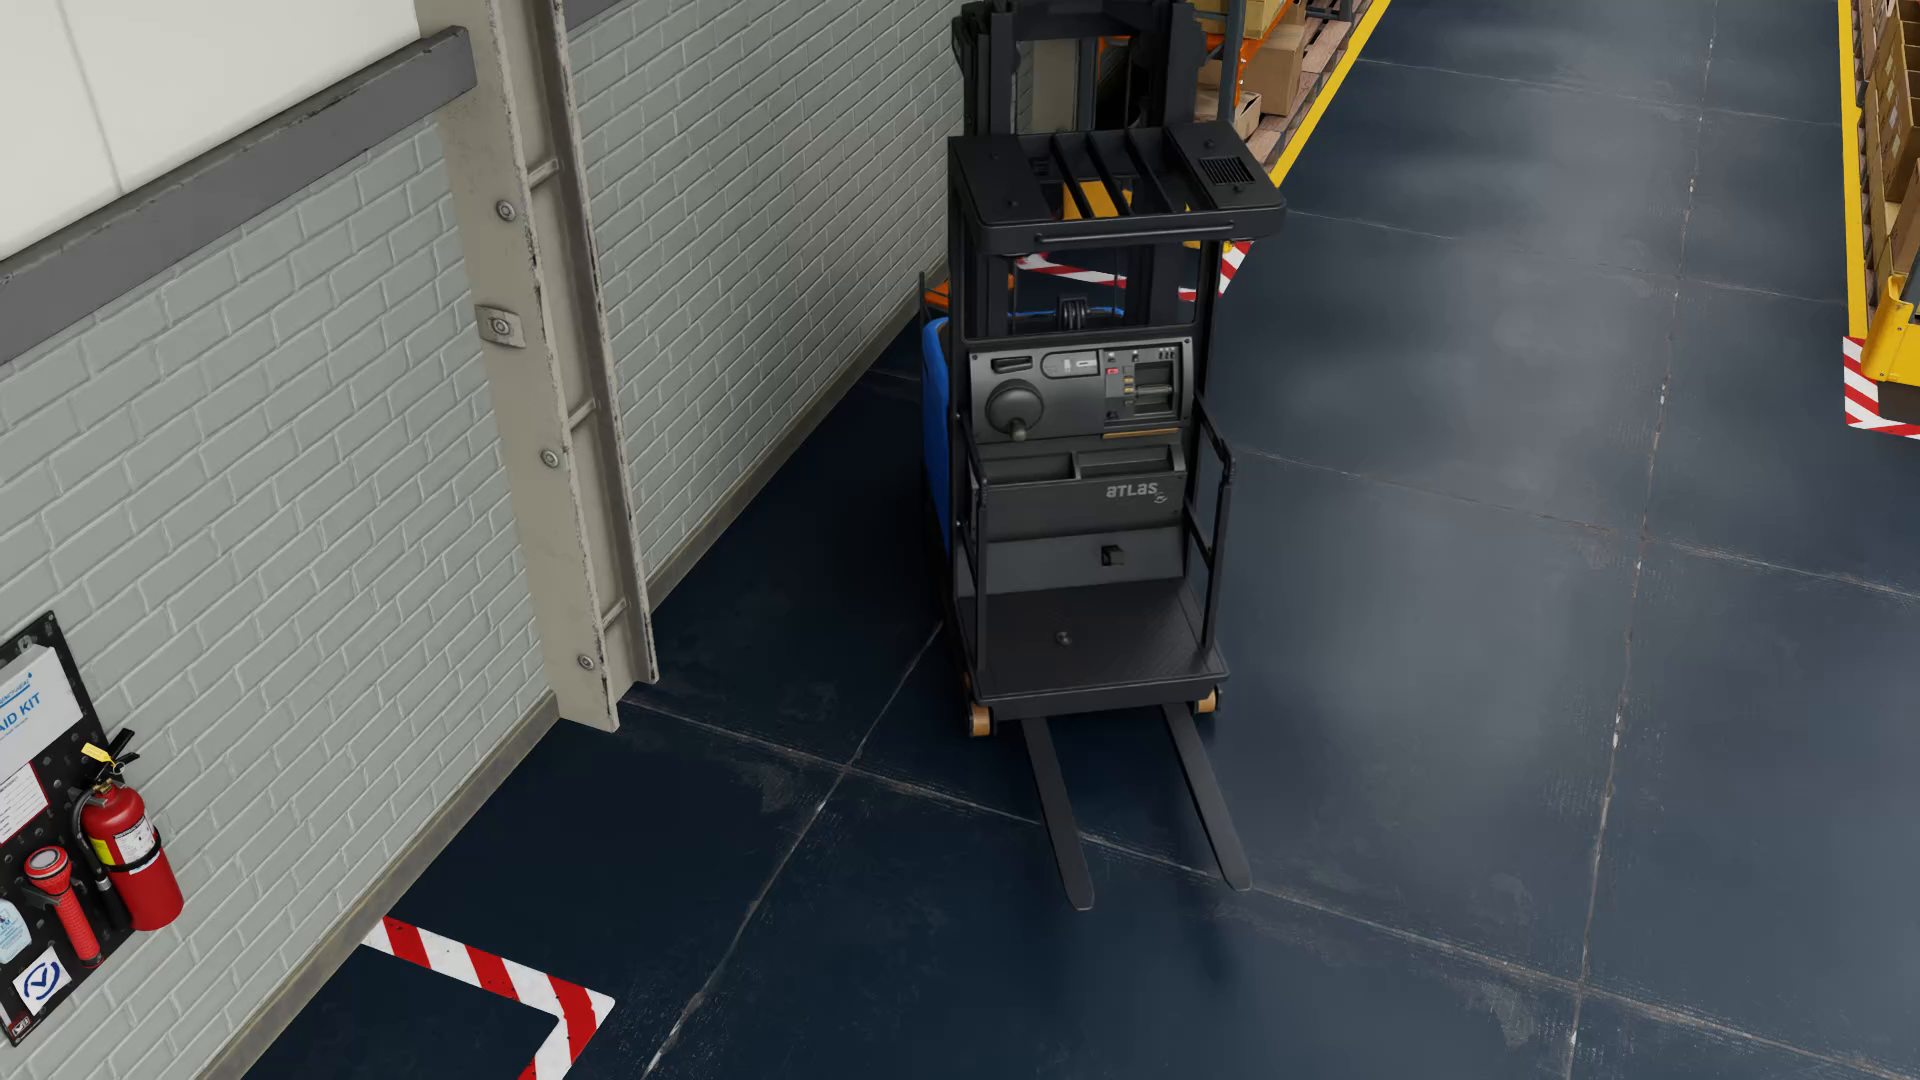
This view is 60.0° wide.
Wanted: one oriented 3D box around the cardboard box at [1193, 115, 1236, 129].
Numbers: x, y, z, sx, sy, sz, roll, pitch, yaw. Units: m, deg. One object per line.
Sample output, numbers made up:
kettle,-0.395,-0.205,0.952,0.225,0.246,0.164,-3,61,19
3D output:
cardboard box,1.589,-2.706,11.345,0.500,0.311,0.500,10,38,13

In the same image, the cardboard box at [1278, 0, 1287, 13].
cardboard box,1.906,-3.681,10.880,0.500,0.250,0.500,13,39,16

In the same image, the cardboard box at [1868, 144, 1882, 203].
cardboard box,6.316,-2.383,10.980,0.500,0.250,0.500,14,39,18

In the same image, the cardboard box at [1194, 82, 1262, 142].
cardboard box,1.806,-3.022,11.768,0.500,0.311,0.500,17,40,21

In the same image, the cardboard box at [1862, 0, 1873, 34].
cardboard box,7.625,-4.258,13.489,0.500,0.250,0.500,15,39,19

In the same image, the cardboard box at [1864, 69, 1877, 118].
cardboard box,6.890,-3.212,12.089,0.500,0.250,0.500,14,39,18

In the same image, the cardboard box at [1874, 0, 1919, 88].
cardboard box,6.881,-3.515,11.868,0.500,0.500,0.500,14,39,18

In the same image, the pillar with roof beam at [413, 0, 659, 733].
pillar with roof beam,2.407,-1.930,3.417,9.100,9.000,0.400,14,39,18

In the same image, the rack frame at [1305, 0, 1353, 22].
rack frame,2.765,-5.459,13.150,1.000,3.000,0.127,14,39,18

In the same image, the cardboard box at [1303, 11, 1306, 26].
cardboard box,2.589,-4.198,13.461,0.380,0.166,0.250,9,38,12

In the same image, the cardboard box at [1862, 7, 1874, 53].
cardboard box,7.431,-3.975,13.110,0.500,0.250,0.500,13,39,17

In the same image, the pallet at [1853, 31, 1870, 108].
pallet,7.591,-3.633,13.035,1.003,0.211,1.213,14,39,18

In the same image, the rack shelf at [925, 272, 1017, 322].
rack shelf,0.046,-1.217,8.321,0.258,0.148,0.480,23,43,28

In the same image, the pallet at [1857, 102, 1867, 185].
pallet,7.006,-2.785,11.901,1.003,0.211,1.213,14,39,18

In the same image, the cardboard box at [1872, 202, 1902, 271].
cardboard box,5.935,-1.829,10.239,0.500,0.250,0.500,14,39,18

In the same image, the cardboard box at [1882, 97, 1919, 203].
cardboard box,6.121,-2.407,10.386,0.500,0.500,0.500,14,39,18

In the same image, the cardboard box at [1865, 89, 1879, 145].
cardboard box,6.695,-2.936,11.721,0.500,0.250,0.500,14,39,18

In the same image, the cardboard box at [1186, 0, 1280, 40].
cardboard box,1.722,-3.390,10.491,0.500,0.250,0.500,13,39,16

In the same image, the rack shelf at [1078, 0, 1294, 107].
rack shelf,2.004,-4.064,11.884,1.077,0.370,4.000,14,39,18

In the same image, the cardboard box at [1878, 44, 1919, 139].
cardboard box,6.501,-2.961,11.127,0.500,0.500,0.500,14,39,18

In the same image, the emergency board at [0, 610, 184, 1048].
emergency board,-2.549,0.852,4.706,0.194,1.169,0.643,14,39,18

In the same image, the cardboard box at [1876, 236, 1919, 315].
cardboard box,5.756,-1.549,9.865,0.500,0.250,0.500,14,39,18

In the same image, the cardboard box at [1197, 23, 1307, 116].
cardboard box,2.131,-3.493,12.239,0.700,0.500,0.500,11,38,15

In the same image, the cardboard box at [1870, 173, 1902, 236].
cardboard box,6.124,-2.106,10.610,0.500,0.250,0.500,14,39,18

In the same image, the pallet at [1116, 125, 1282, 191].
pallet,1.613,-2.612,11.669,1.003,0.211,1.213,14,39,18

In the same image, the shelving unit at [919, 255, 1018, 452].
shelving unit,0.046,-0.902,8.556,0.258,1.200,0.503,23,43,28

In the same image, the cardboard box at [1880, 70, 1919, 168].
cardboard box,6.312,-2.684,10.756,0.500,0.500,0.500,14,39,18

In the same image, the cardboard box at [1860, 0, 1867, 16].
cardboard box,7.820,-4.540,13.866,0.500,0.250,0.500,15,39,19

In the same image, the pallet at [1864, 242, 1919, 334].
pallet,6.077,-1.434,10.094,1.003,0.211,1.213,14,39,18

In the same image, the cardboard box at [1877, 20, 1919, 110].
cardboard box,6.698,-3.236,11.495,0.500,0.500,0.500,14,39,18

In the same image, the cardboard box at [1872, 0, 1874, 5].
cardboard box,7.620,-4.479,13.316,0.500,0.311,0.500,14,39,18

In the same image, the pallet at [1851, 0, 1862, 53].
pallet,8.054,-4.311,13.942,1.003,0.211,1.213,14,39,18

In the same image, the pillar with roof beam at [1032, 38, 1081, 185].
pillar with roof beam,4.690,-5.251,7.861,9.100,9.000,0.400,14,39,18

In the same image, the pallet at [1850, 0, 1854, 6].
pallet,8.520,-4.984,14.843,1.003,0.211,1.213,14,39,18

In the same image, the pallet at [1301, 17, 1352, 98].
pallet,2.542,-3.962,13.476,1.003,0.211,1.213,14,39,18

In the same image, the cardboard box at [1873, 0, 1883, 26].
cardboard box,7.428,-4.203,12.947,0.500,0.311,0.500,15,39,19

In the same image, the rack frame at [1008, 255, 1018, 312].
rack frame,0.189,-1.020,8.714,0.240,1.200,0.015,23,43,28

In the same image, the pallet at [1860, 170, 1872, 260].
pallet,6.543,-2.107,10.995,1.003,0.211,1.213,14,39,18

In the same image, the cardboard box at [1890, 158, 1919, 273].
cardboard box,5.754,-1.850,9.641,0.500,0.500,0.500,14,39,18

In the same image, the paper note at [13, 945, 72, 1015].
paper note,-2.681,1.287,4.859,0.016,0.148,0.142,14,39,18

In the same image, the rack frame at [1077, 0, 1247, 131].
rack frame,1.243,-3.245,10.187,1.000,3.000,0.127,14,39,18

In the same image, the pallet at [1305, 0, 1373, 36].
pallet,3.060,-4.774,14.562,1.003,0.211,1.213,14,39,18

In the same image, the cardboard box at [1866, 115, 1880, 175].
cardboard box,6.500,-2.661,11.352,0.500,0.250,0.500,14,39,18

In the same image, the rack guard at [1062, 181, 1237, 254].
rack guard,1.272,-2.285,10.992,1.175,0.500,0.348,14,39,18

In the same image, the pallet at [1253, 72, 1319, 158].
pallet,2.079,-3.285,12.570,1.003,0.211,1.213,14,39,18

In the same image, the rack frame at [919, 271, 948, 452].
rack frame,-0.097,-0.783,8.398,0.240,1.200,0.015,23,43,28

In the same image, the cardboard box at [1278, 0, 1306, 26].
cardboard box,2.407,-4.050,12.986,0.500,0.500,0.500,11,38,14

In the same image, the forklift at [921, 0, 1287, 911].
forklift,0.533,-0.552,6.642,1.130,2.935,3.031,-5,37,-7

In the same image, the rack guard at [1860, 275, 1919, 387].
rack guard,5.816,-1.104,9.411,1.175,0.500,0.348,14,39,18

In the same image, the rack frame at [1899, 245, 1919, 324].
rack frame,5.825,-2.118,8.680,1.000,3.000,0.127,14,39,18

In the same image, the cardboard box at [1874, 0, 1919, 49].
cardboard box,7.236,-3.914,12.560,0.500,0.311,0.500,14,39,18

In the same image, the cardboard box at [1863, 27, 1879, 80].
cardboard box,7.237,-3.695,12.736,0.500,0.250,0.500,13,39,17
